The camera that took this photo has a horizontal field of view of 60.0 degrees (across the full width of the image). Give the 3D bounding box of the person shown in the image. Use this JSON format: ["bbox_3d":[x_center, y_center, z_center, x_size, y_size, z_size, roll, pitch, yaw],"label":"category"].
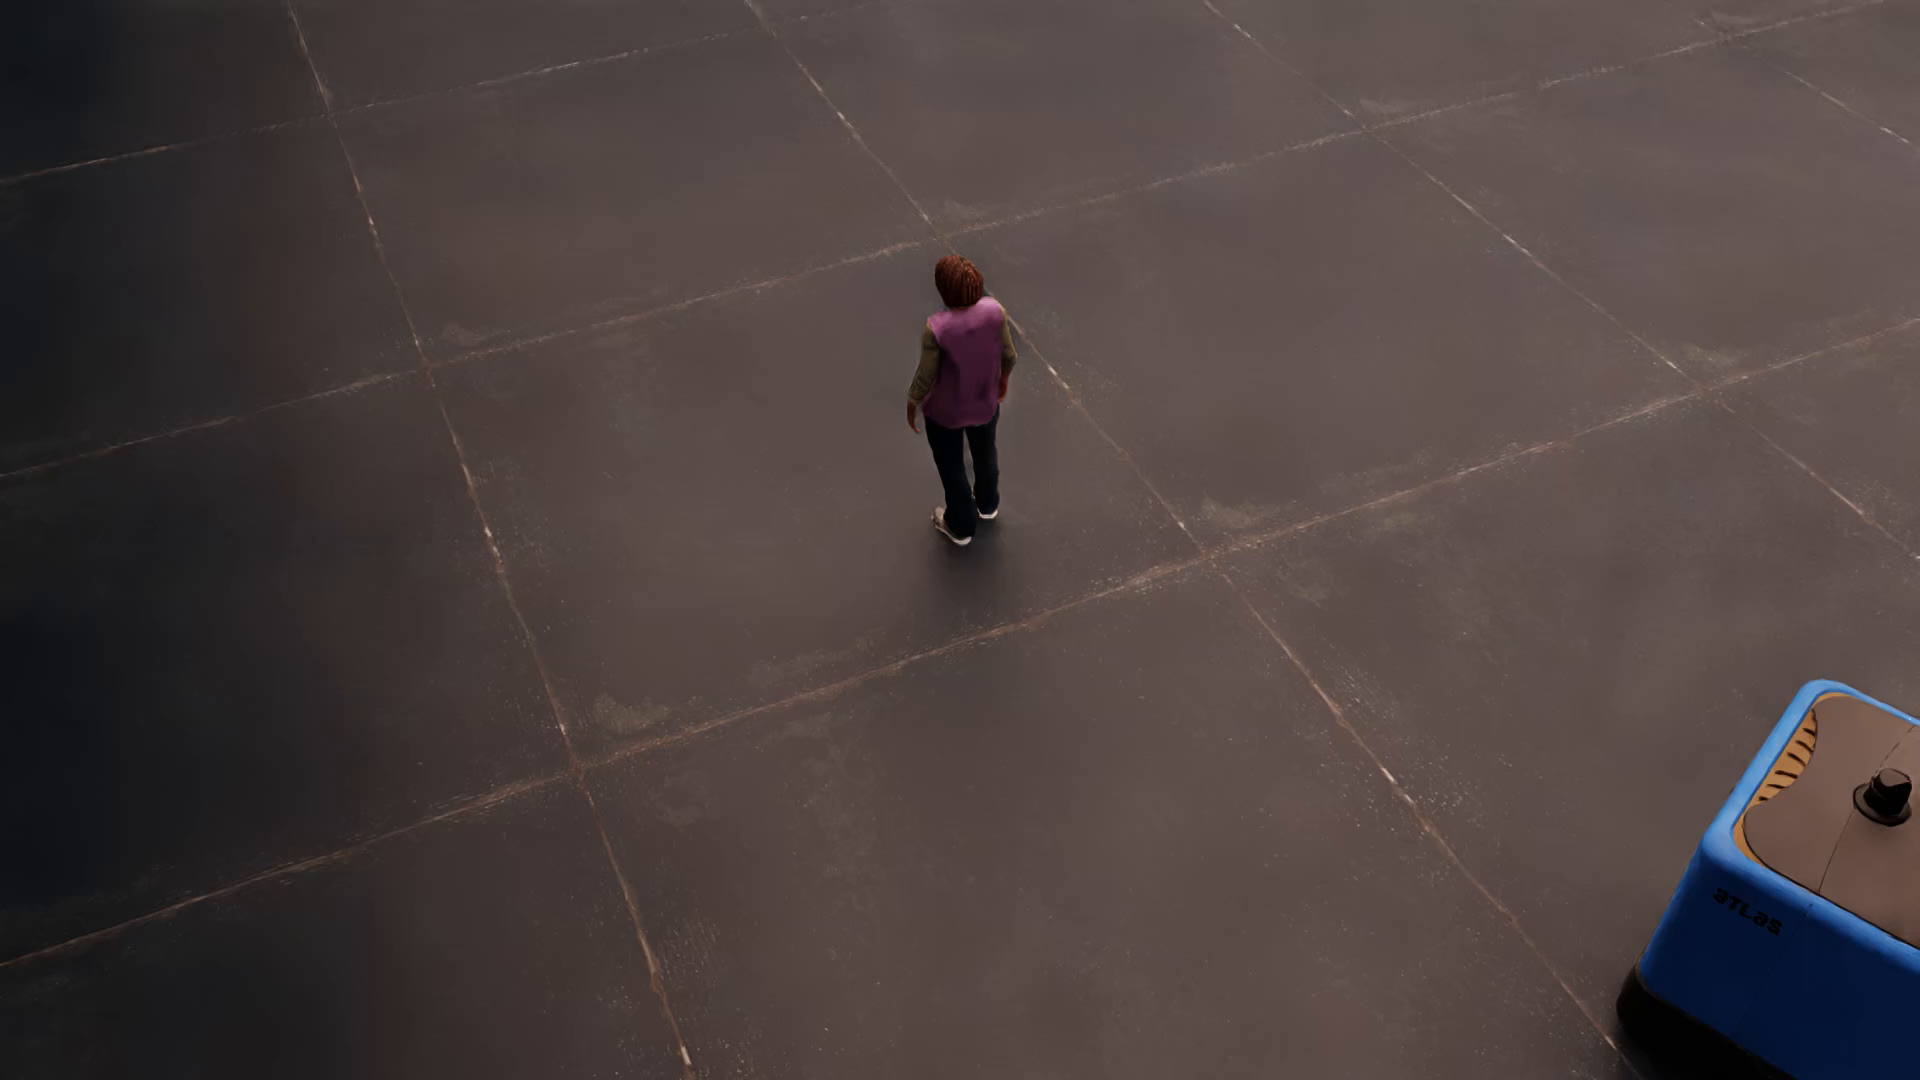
[{"bbox_3d":[-0.019,-0.639,7.332,0.520,1.597,0.474,-18,46,-18],"label":"person"}]

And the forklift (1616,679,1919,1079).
[{"bbox_3d":[3.784,1.077,4.526,3.031,2.935,1.130,30,51,29],"label":"forklift"}]
